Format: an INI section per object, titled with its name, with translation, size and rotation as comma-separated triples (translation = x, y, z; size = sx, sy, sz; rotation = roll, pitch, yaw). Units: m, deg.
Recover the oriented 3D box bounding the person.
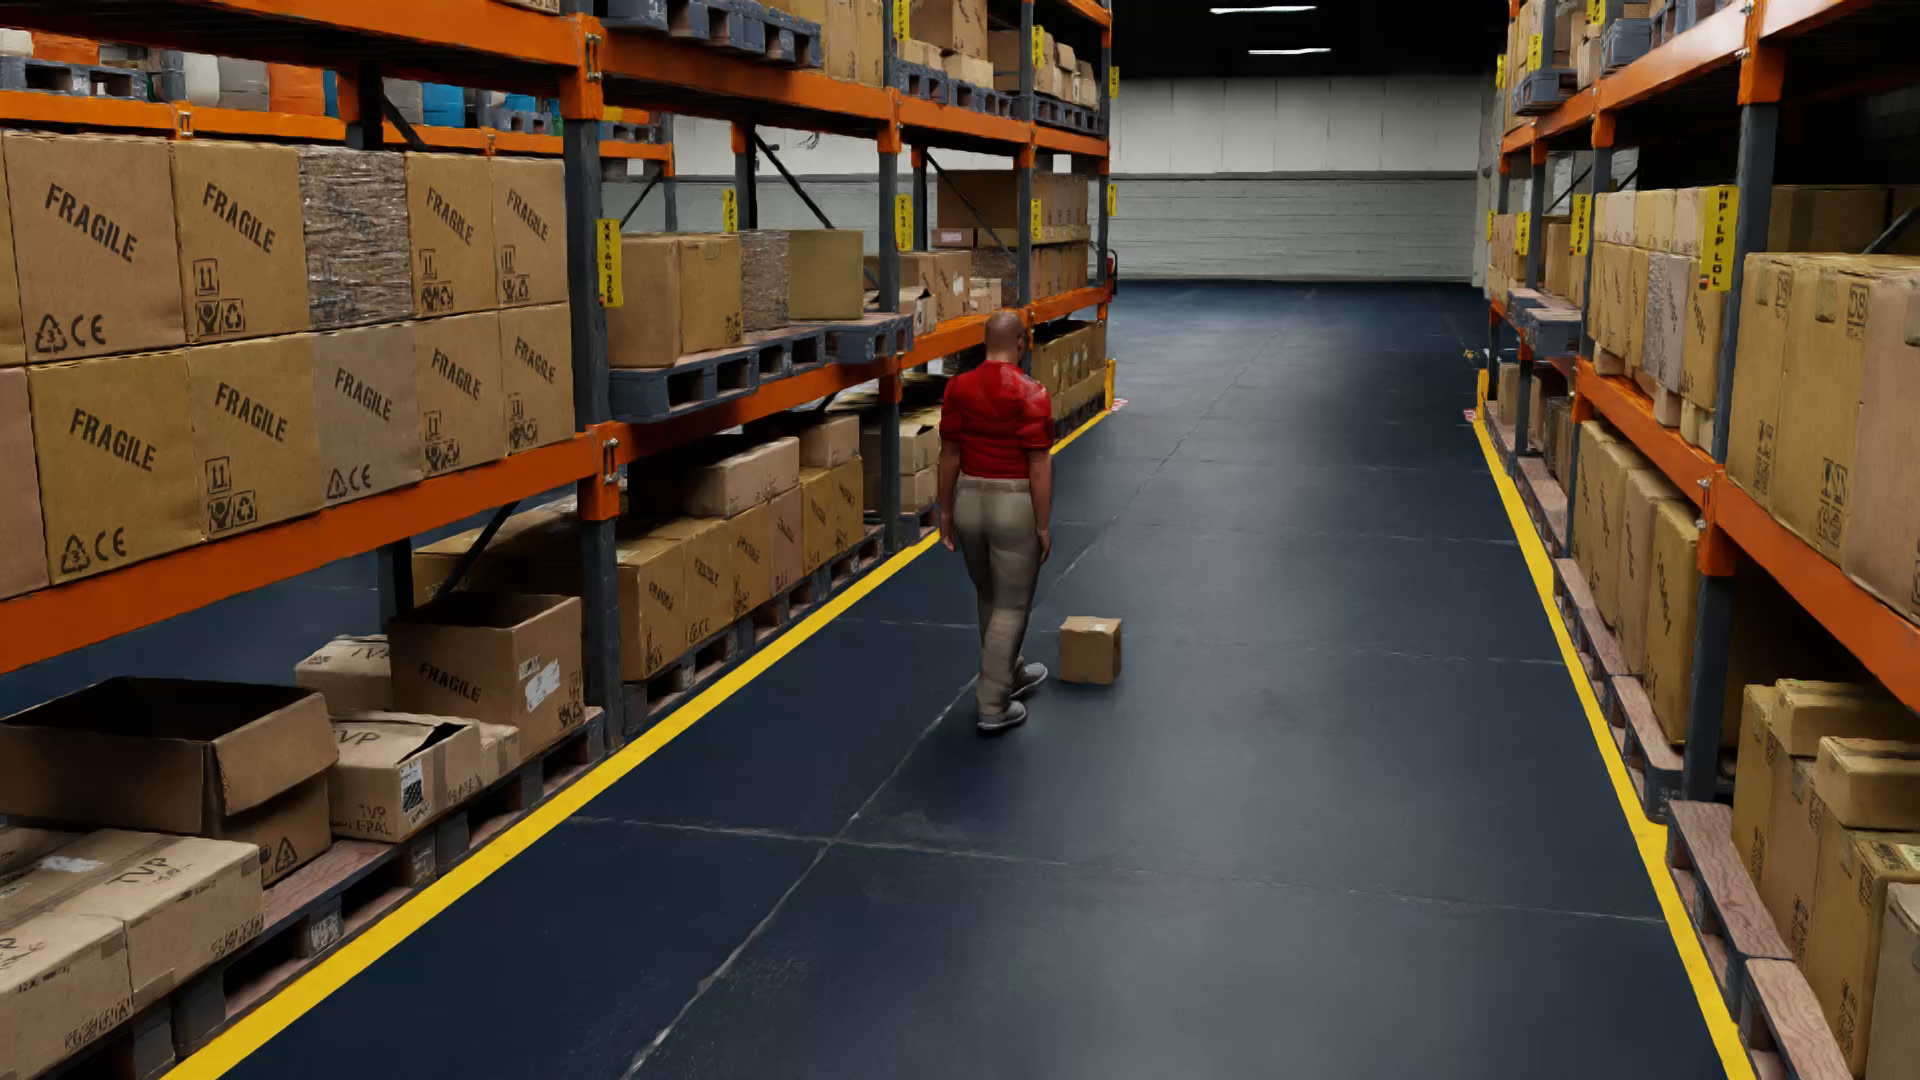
[person]
translation = 0.241, -0.111, 7.013
size = 0.546, 1.716, 0.726
rotation = 9, 14, 37
